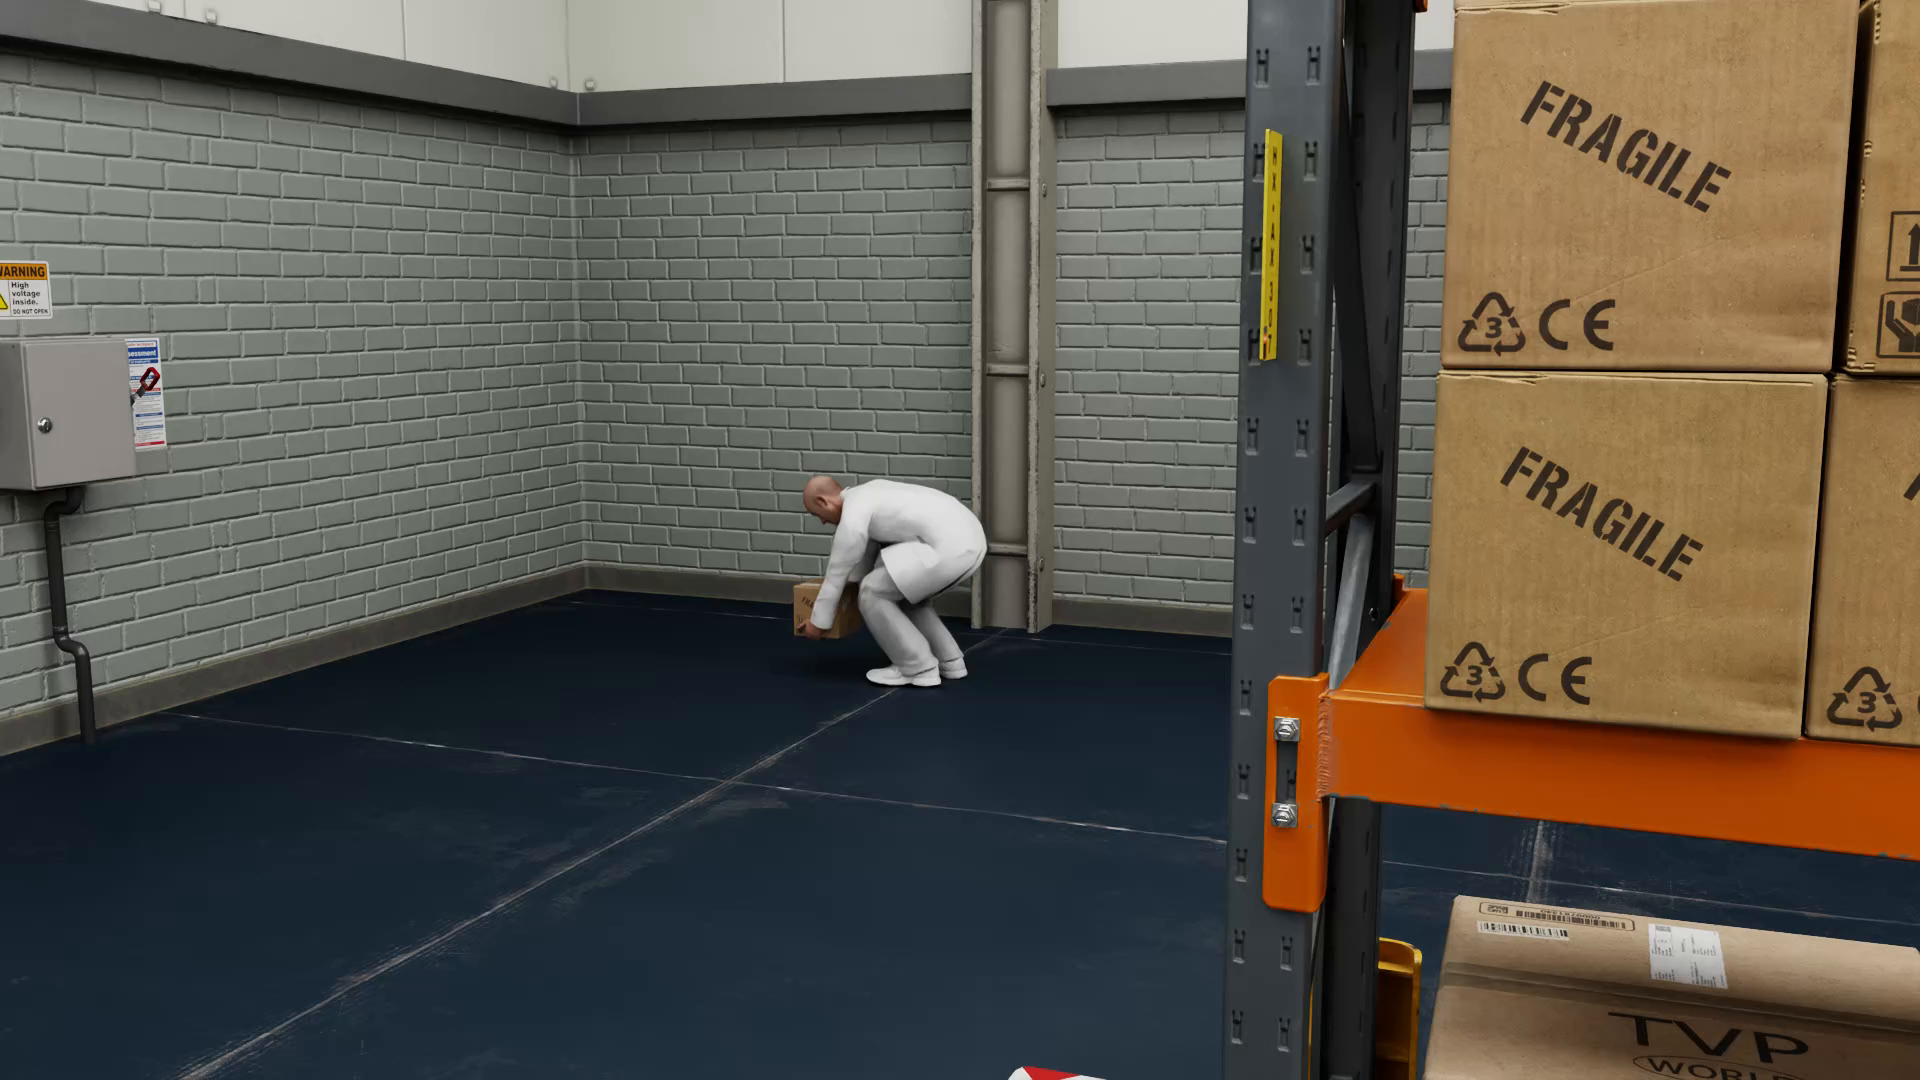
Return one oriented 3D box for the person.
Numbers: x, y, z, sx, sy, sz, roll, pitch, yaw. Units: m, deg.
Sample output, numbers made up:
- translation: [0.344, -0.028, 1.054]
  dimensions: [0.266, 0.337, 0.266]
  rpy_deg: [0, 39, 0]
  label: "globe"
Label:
- translation: [-0.331, 0.193, 8.209]
  dimensions: [0.942, 1.007, 0.587]
  rpy_deg: [3, 9, 19]
  label: "person"
